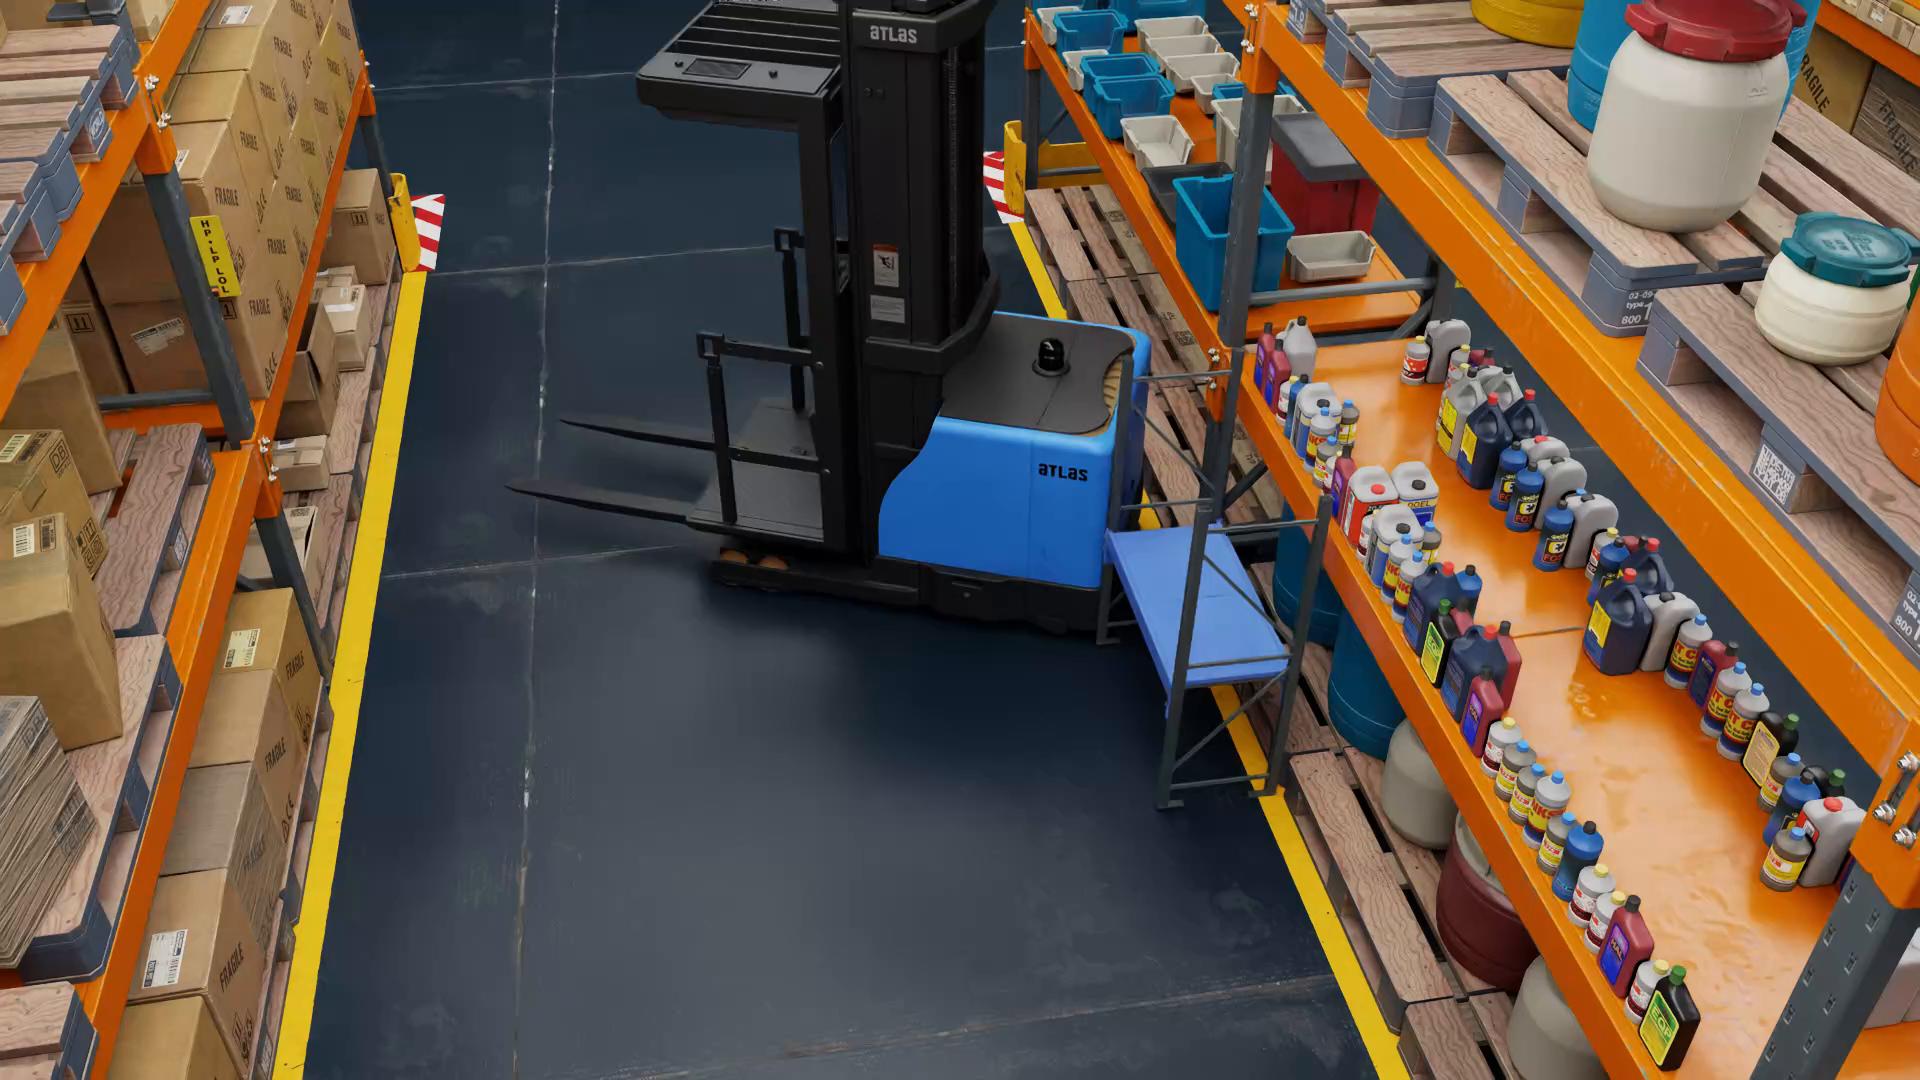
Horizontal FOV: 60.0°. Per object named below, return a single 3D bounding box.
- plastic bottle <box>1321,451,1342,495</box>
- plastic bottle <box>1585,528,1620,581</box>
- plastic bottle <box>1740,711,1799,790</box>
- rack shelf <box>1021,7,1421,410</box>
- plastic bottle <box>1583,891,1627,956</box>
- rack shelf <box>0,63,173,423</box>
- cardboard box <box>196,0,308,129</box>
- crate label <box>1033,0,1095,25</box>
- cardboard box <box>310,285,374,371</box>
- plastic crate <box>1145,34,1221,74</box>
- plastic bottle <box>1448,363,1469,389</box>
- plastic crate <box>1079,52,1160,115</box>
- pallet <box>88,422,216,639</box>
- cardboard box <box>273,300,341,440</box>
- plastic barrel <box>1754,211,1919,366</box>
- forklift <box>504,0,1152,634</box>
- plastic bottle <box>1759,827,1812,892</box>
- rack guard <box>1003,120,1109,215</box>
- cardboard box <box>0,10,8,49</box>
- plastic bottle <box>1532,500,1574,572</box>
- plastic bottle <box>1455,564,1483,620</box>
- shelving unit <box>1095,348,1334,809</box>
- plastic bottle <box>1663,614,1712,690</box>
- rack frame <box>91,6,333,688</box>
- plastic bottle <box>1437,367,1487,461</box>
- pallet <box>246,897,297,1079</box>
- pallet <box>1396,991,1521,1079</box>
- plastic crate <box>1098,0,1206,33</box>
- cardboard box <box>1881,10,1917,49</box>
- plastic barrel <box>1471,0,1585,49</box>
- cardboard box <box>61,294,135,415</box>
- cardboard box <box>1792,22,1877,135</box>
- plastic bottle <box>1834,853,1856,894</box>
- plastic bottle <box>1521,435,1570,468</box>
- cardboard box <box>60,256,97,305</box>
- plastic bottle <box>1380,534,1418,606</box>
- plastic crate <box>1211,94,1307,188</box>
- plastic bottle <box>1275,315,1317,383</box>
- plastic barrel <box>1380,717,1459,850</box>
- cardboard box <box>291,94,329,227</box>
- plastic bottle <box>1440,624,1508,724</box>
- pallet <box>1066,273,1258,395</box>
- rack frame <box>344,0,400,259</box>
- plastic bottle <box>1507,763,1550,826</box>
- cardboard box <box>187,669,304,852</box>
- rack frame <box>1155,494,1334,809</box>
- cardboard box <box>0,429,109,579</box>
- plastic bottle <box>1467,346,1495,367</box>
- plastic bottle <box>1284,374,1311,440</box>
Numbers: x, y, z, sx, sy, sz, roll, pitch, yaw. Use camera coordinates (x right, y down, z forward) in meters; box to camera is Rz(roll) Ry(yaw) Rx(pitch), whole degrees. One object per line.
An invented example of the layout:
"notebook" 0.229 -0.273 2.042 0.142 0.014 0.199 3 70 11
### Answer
"plastic bottle" 1.402 -0.238 6.173 0.097 0.201 0.097 0 38 0
"plastic bottle" 2.255 0.047 5.807 0.097 0.201 0.097 0 38 0
"plastic bottle" 2.447 0.613 5.011 0.061 0.283 0.133 -6 38 -8
"rack shelf" 1.253 -1.973 8.830 1.077 0.370 4.000 -6 38 -8
"plastic bottle" 1.772 1.036 4.533 0.097 0.201 0.097 0 38 0
"rack shelf" -2.923 -0.211 4.117 1.077 0.370 4.000 -6 38 -8
"cardboard box" -3.351 -2.201 7.642 0.500 0.500 0.500 -5 38 -7
"crate label" 0.622 -3.238 9.960 0.416 0.233 0.303 -6 38 -8
"cardboard box" -3.500 -1.143 9.059 0.500 0.250 0.500 -6 38 -8
"plastic crate" 1.260 -2.735 9.391 0.396 0.136 0.243 -6 38 -8
"plastic bottle" 2.002 -0.613 6.656 0.097 0.201 0.097 0 38 0
"plastic crate" 0.853 -2.442 8.936 0.416 0.233 0.300 -6 38 -8
"pallet" -3.241 0.052 5.794 1.003 0.211 1.213 -6 38 -8
"cardboard box" -3.608 -0.840 8.463 0.797 0.503 0.637 -6 38 -8
"plastic barrel" 1.973 -0.560 3.752 0.301 0.262 0.301 0 38 0
"forklift" -0.681 -1.216 7.326 3.031 2.935 1.130 9 39 11
"plastic bottle" 2.347 0.895 4.715 0.097 0.201 0.097 0 38 0
"rack guard" 0.886 -2.491 10.948 1.175 0.500 0.348 -6 38 -8
"cardboard box" -3.258 -1.635 4.860 0.600 0.600 0.600 -10 39 -12
"plastic bottle" 2.088 -0.023 5.840 0.097 0.271 0.097 0 38 0
"plastic bottle" 1.682 0.197 5.556 0.097 0.271 0.097 0 38 0
"shelving unit" 0.969 0.157 6.715 0.538 1.500 1.048 -5 38 -9
"plastic bottle" 2.352 0.351 5.357 0.097 0.271 0.097 0 38 0
"rack frame" -3.273 -0.518 6.372 1.000 3.000 0.127 -6 38 -8
"plastic bottle" 1.945 -0.494 6.381 0.144 0.351 0.185 -6 38 -8
"pallet" -2.876 1.809 5.650 1.003 0.211 1.213 -6 38 -8
"pallet" 2.126 1.997 5.408 1.003 0.211 1.213 -6 38 -8
"plastic crate" 1.145 -3.320 9.901 0.616 0.435 0.499 -6 38 -8
"cardboard box" 5.698 -3.028 9.807 0.380 0.149 0.250 -7 38 -9
"plastic barrel" 1.964 -1.944 5.266 0.600 0.588 0.600 0 38 0
"cardboard box" -3.614 -0.832 6.694 0.500 0.500 0.500 -6 38 -7
"cardboard box" 5.970 -2.946 10.887 0.875 0.875 0.875 -6 38 -8
"plastic bottle" 2.535 0.914 4.624 0.061 0.283 0.133 -6 38 -8
"plastic bottle" 2.144 -0.271 6.155 0.152 0.276 0.135 -6 38 -8
"cardboard box" -3.617 -1.230 6.392 0.500 0.500 0.500 -6 38 -8
"plastic bottle" 1.506 0.095 5.687 0.097 0.271 0.097 0 38 0
"plastic crate" 1.518 -1.968 8.285 0.437 0.282 0.530 -6 38 -8
"plastic bottle" 1.354 -0.757 6.720 0.144 0.351 0.185 -6 38 -8
"plastic barrel" 1.818 0.877 6.262 0.421 0.512 0.421 0 38 0
"cardboard box" -3.363 -1.813 7.957 0.500 0.500 0.500 -7 38 -9
"plastic bottle" 1.627 0.397 5.234 0.144 0.351 0.185 -6 38 -8
"pallet" 1.220 -1.126 9.427 1.003 0.211 1.213 -6 38 -8
"rack frame" -3.975 -2.934 9.482 1.000 3.000 0.127 -6 38 -8
"plastic bottle" 1.686 0.742 4.911 0.097 0.201 0.097 0 38 0
"cardboard box" -2.826 0.862 6.274 0.500 0.500 0.500 -6 38 -8
"rack frame" 1.060 0.464 6.320 0.500 1.500 0.032 -5 38 -9
"cardboard box" -3.228 -0.005 5.287 0.700 0.500 0.500 -1 38 -1
"plastic bottle" 2.077 -0.664 6.655 0.061 0.283 0.133 -6 38 -8
"plastic bottle" 1.327 -0.523 6.484 0.097 0.271 0.097 0 38 0
